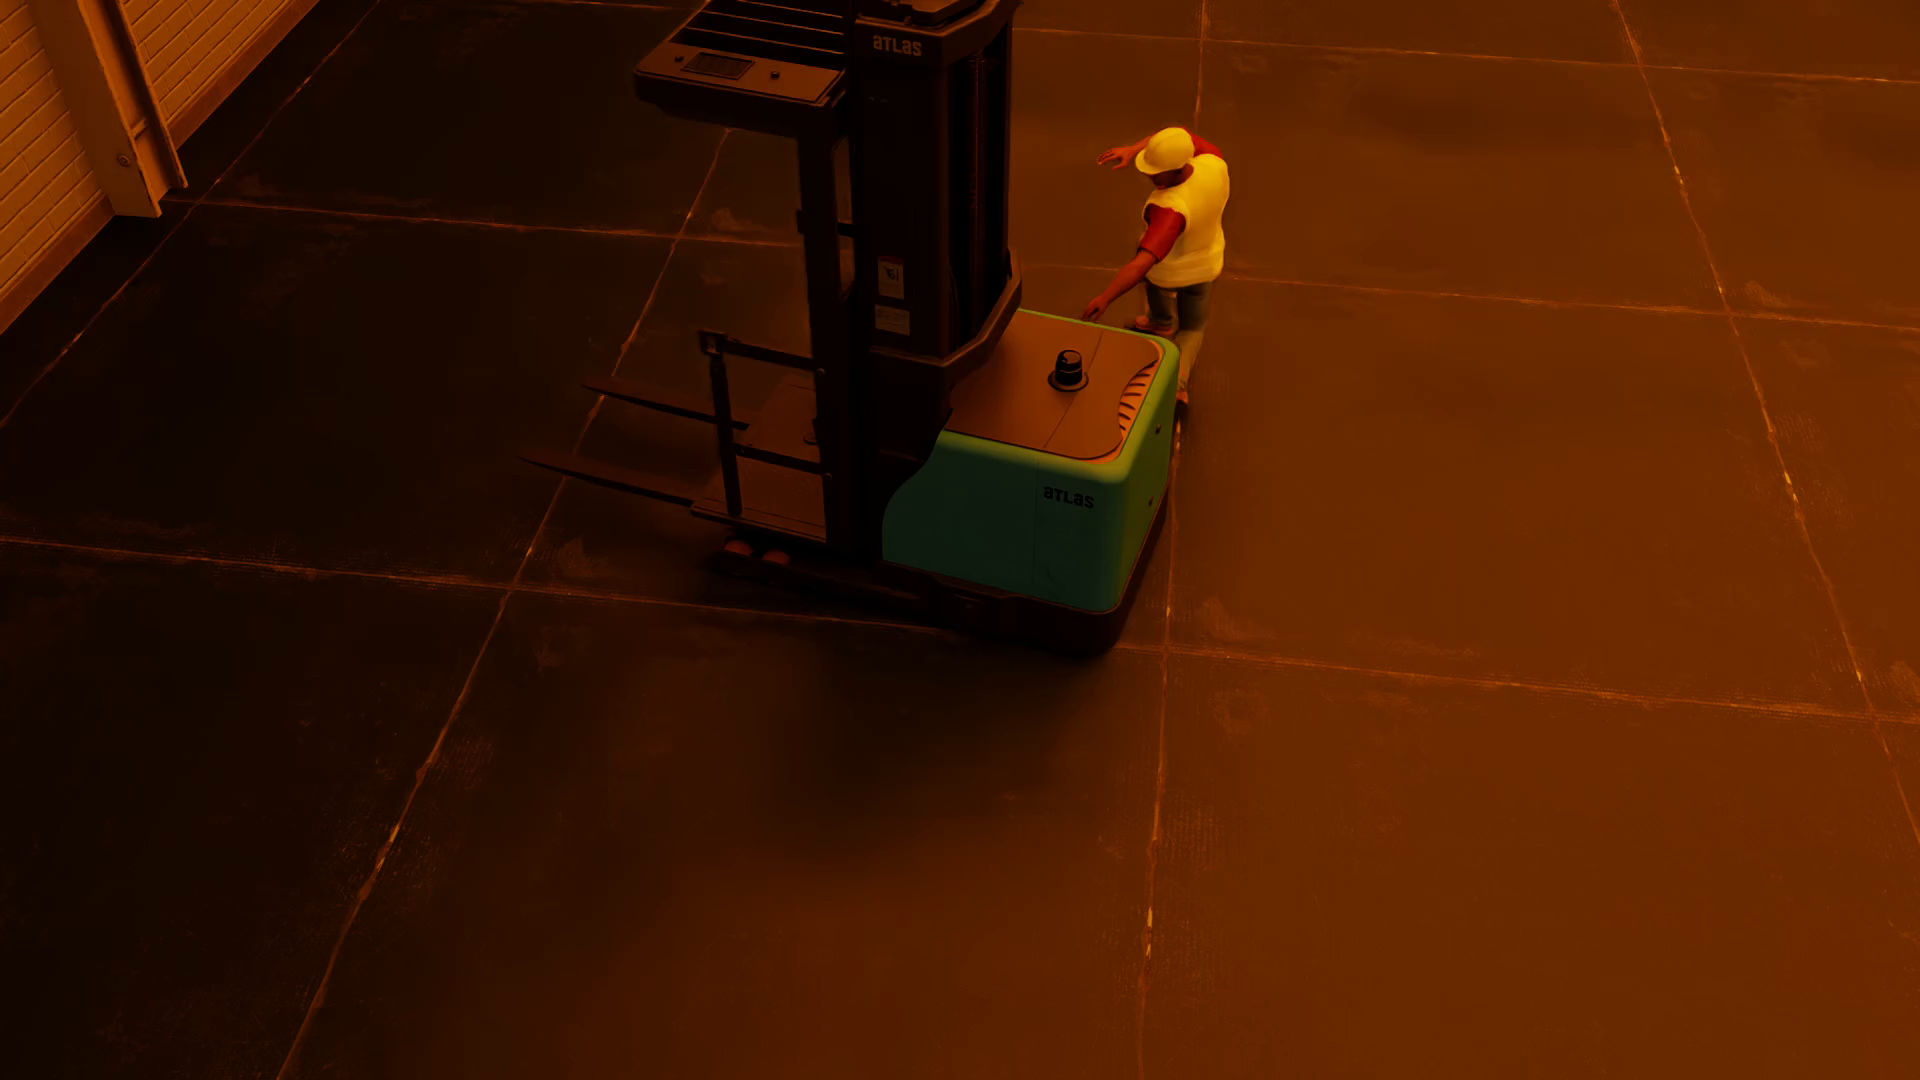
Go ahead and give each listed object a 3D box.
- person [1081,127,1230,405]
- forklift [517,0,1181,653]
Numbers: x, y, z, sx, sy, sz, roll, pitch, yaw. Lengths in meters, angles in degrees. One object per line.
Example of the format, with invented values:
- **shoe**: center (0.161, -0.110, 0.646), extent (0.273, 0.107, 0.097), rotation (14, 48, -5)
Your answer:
- **person**: center (0.926, -1.421, 8.361), extent (0.839, 1.501, 0.974), rotation (-8, 43, -9)
- **forklift**: center (-0.597, -1.192, 7.022), extent (3.031, 2.935, 1.130), rotation (14, 44, 14)
